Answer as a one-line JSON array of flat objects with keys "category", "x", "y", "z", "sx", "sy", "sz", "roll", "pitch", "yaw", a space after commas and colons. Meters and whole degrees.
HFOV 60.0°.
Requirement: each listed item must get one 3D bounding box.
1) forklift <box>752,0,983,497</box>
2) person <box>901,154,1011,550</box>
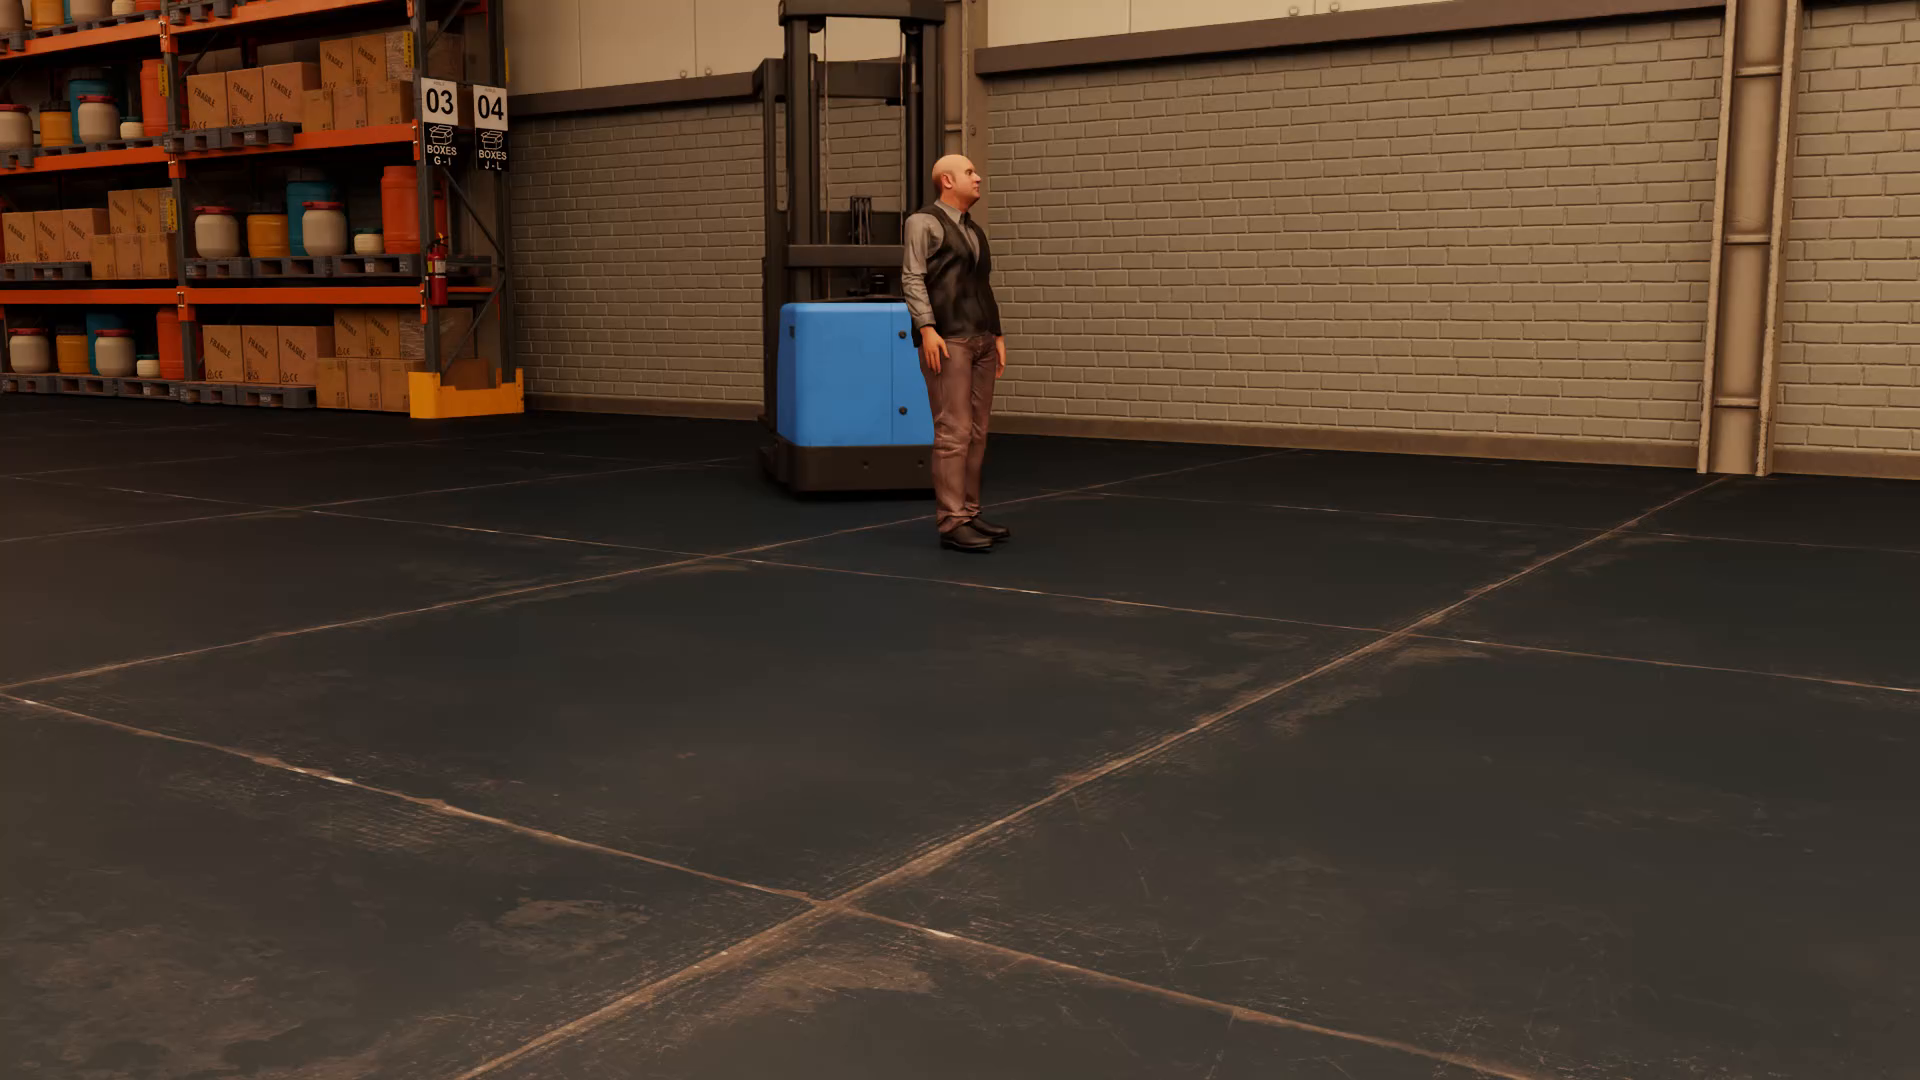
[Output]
[{"category": "forklift", "x": -0.686, "y": -1.862, "z": 10.288, "sx": 1.130, "sy": 2.935, "sz": 3.031, "roll": -2, "pitch": 8, "yaw": -12}, {"category": "person", "x": 0.047, "y": -0.854, "z": 7.441, "sx": 0.568, "sy": 1.721, "sz": 0.633, "roll": 5, "pitch": 10, "yaw": 34}]
